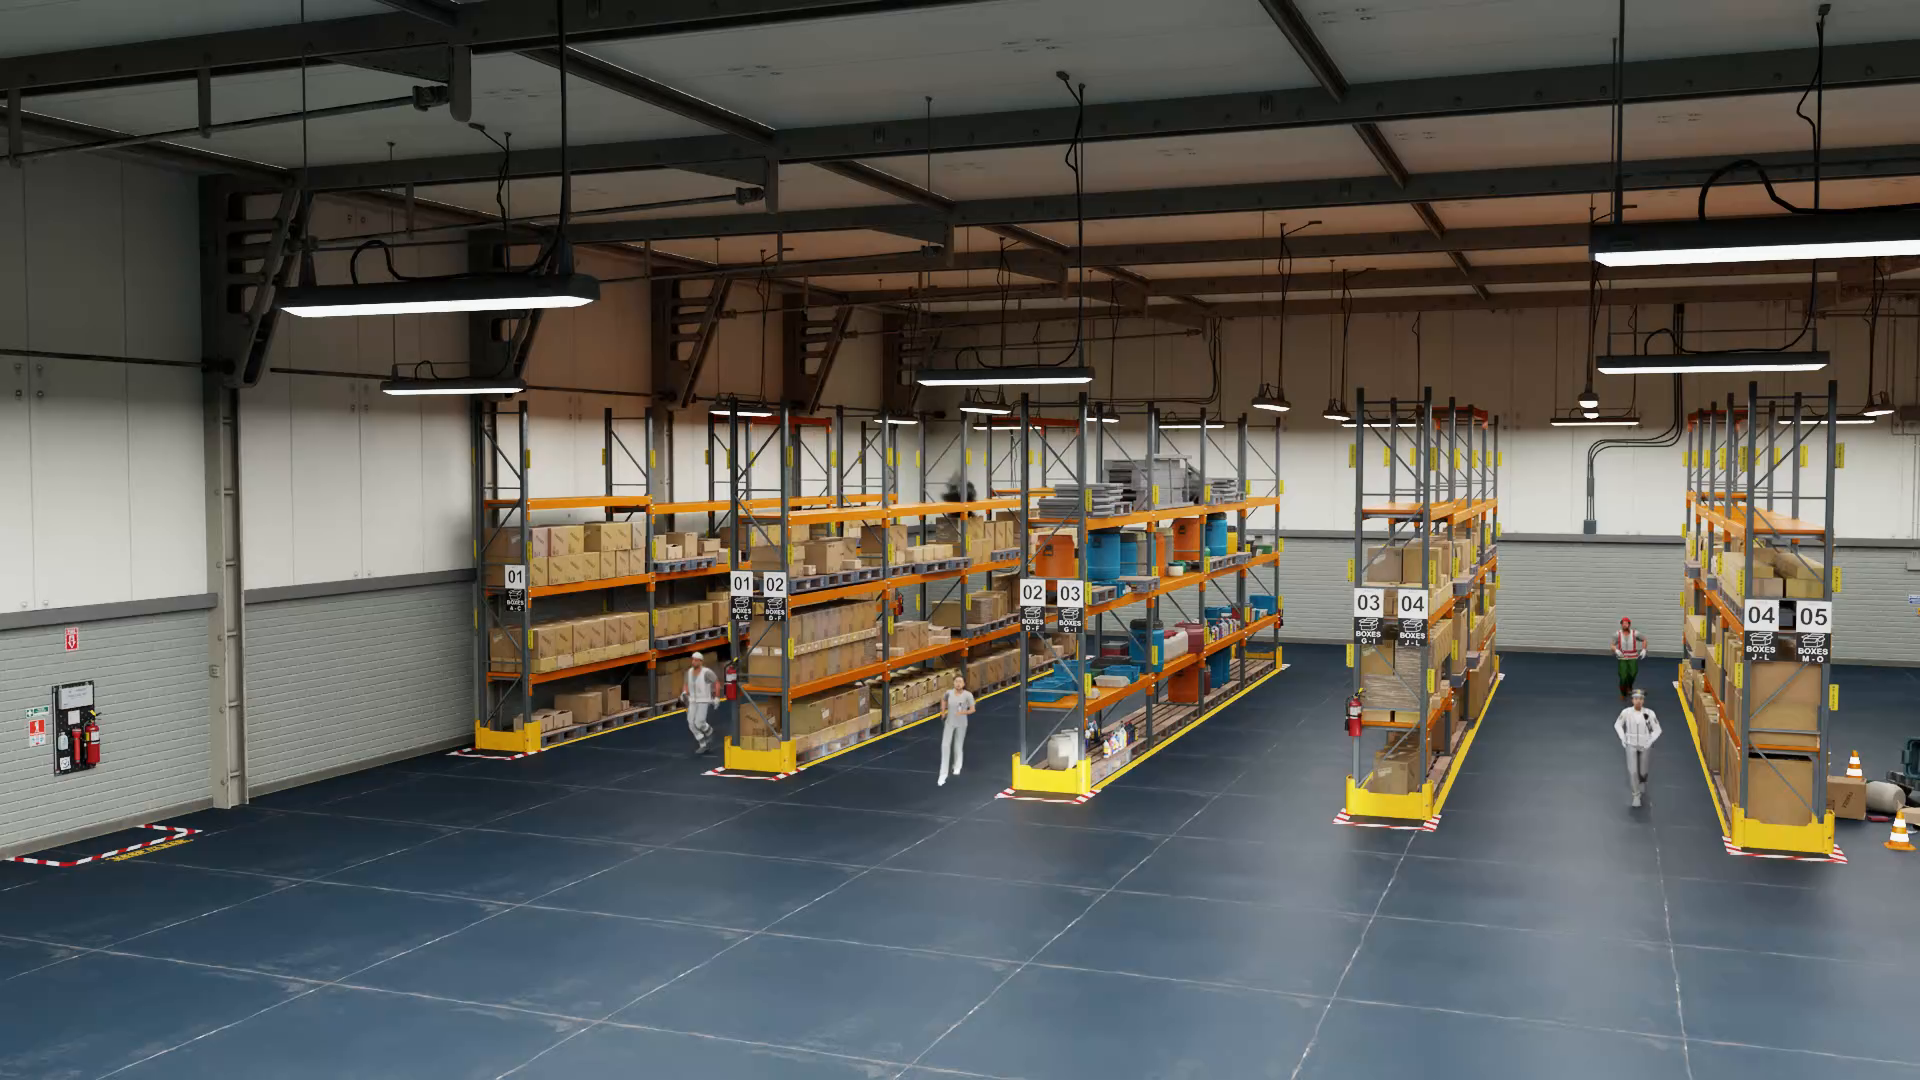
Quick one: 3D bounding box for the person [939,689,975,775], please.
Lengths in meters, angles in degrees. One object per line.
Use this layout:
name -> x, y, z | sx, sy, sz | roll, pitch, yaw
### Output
person -> -0.016, 2.962, 25.911 | 0.537, 1.303, 0.704 | 0, 3, 9

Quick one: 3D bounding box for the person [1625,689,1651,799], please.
person -> 9.856, 2.950, 24.189 | 0.363, 1.597, 0.616 | 1, 3, 21

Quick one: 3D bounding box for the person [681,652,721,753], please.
person -> -4.443, 2.770, 28.302 | 0.664, 1.728, 0.606 | 1, 3, 24

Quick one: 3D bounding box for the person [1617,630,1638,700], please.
person -> 13.791, 2.569, 34.368 | 0.425, 1.508, 0.489 | 1, 3, 25
